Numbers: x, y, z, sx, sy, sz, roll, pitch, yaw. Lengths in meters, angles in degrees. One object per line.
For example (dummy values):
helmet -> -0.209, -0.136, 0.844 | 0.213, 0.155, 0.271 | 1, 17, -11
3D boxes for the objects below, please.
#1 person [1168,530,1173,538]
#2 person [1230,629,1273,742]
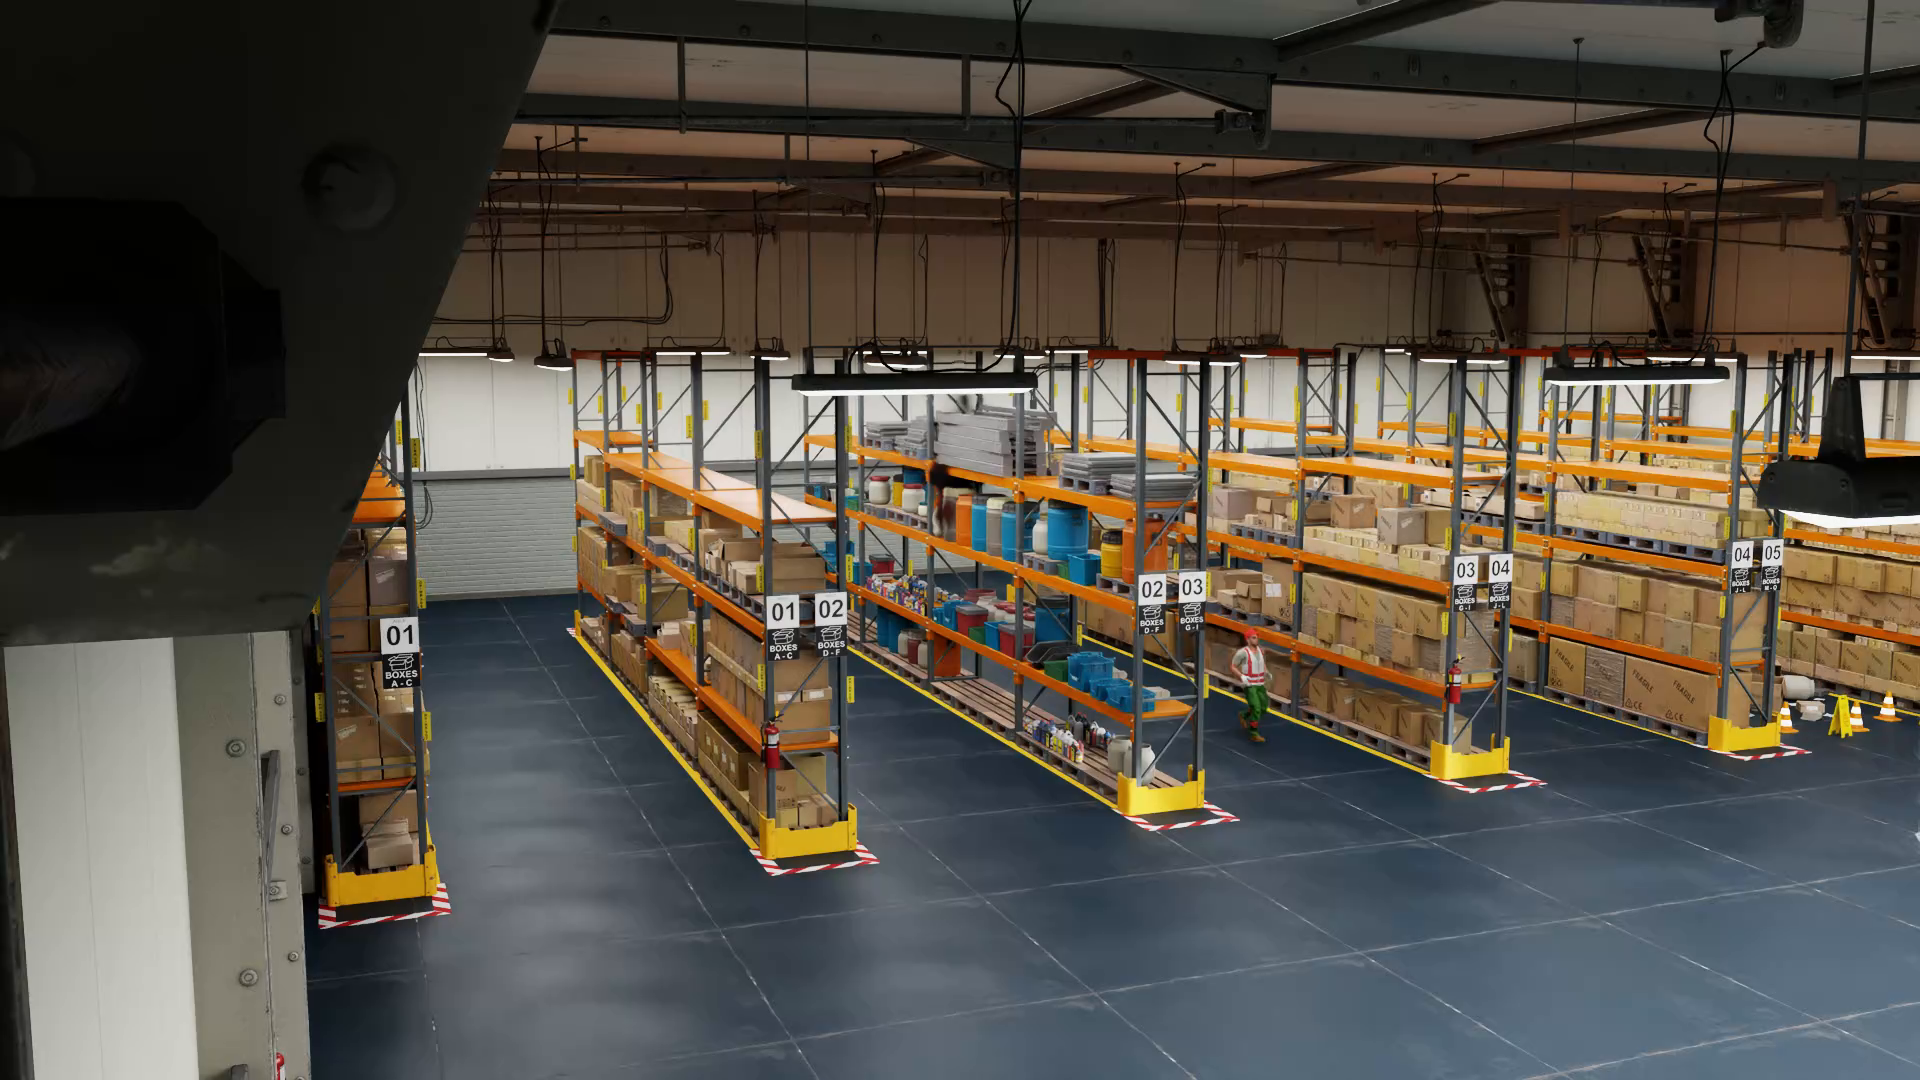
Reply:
person -> 4.953, 0.445, 40.616 | 0.585, 1.696, 0.825 | 5, 9, 37
person -> 4.529, 2.250, 25.921 | 0.659, 1.742, 0.709 | -4, 8, -32
